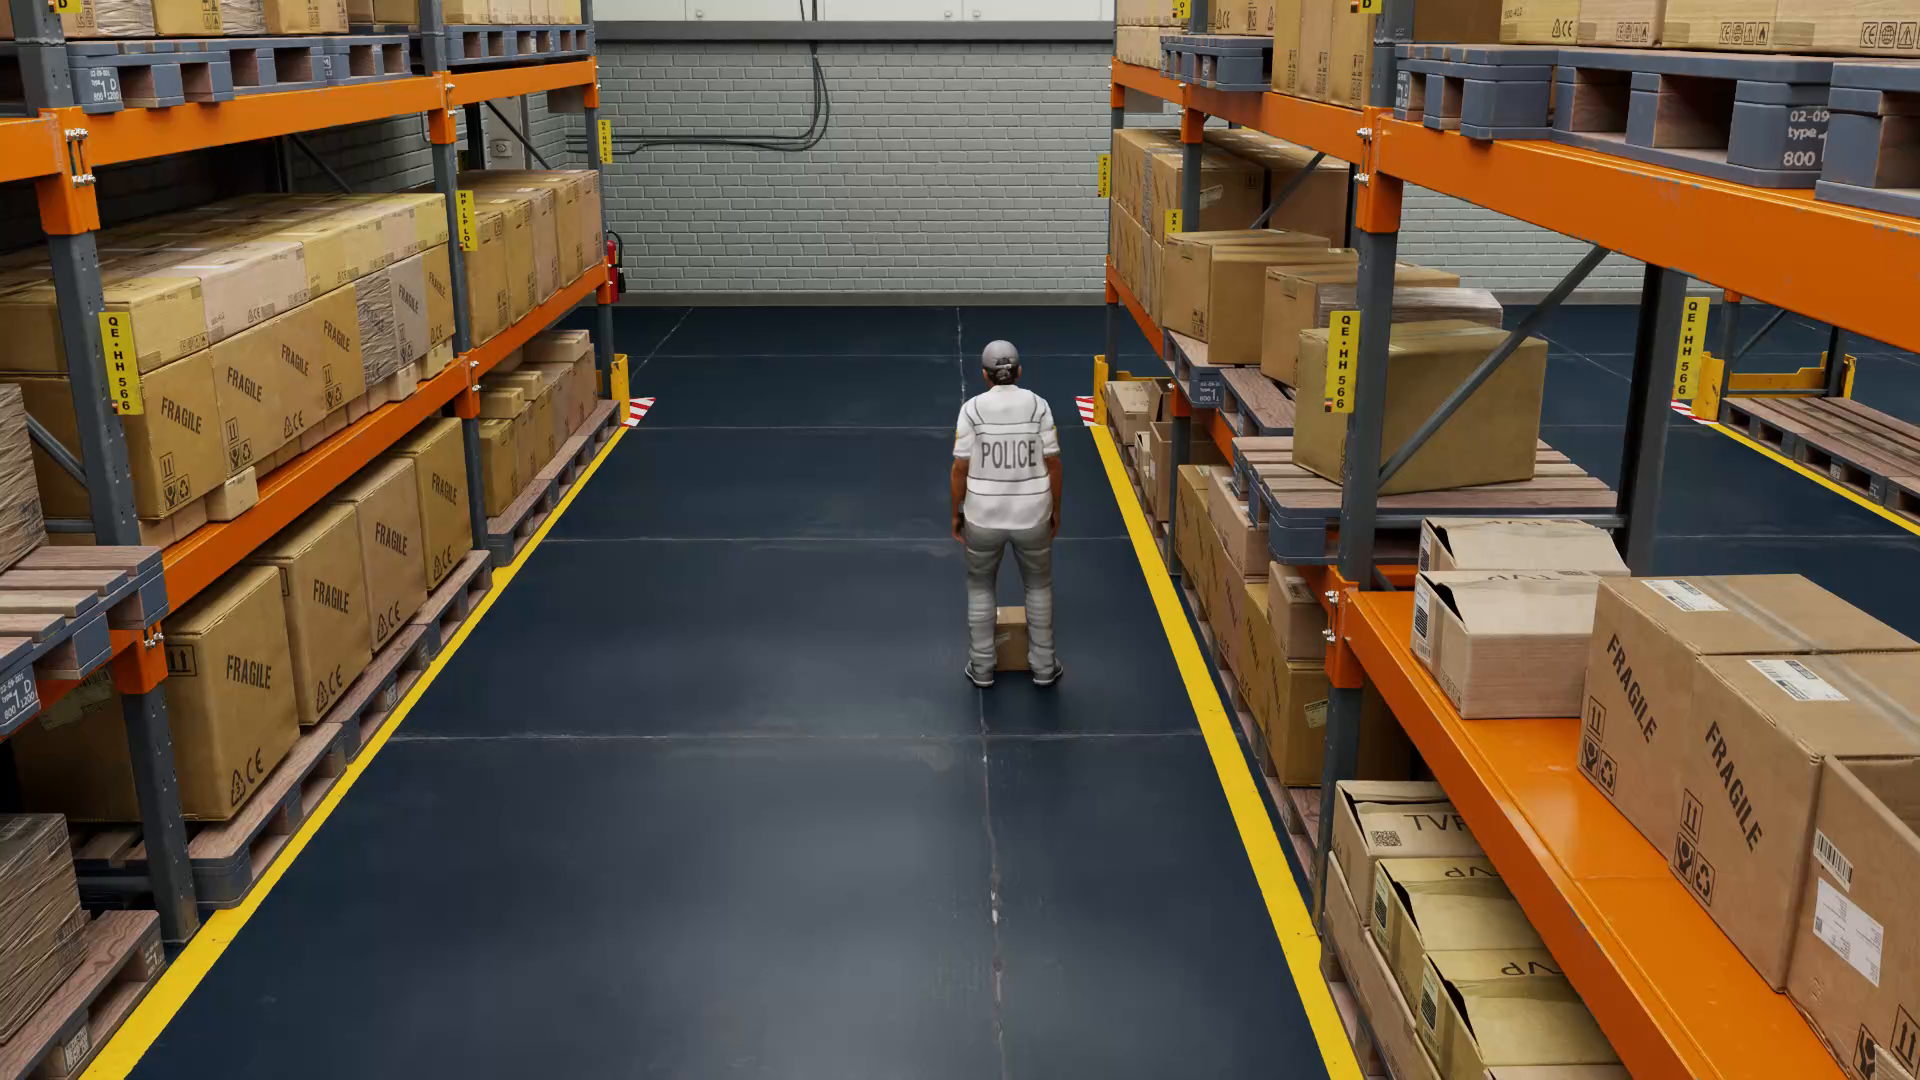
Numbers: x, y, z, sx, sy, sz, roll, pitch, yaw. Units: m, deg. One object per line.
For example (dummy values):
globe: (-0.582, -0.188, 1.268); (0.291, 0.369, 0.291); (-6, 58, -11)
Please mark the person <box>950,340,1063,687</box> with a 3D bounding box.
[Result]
person: (0.232, -0.116, 7.910); (0.561, 1.665, 0.471); (-1, 17, -3)
